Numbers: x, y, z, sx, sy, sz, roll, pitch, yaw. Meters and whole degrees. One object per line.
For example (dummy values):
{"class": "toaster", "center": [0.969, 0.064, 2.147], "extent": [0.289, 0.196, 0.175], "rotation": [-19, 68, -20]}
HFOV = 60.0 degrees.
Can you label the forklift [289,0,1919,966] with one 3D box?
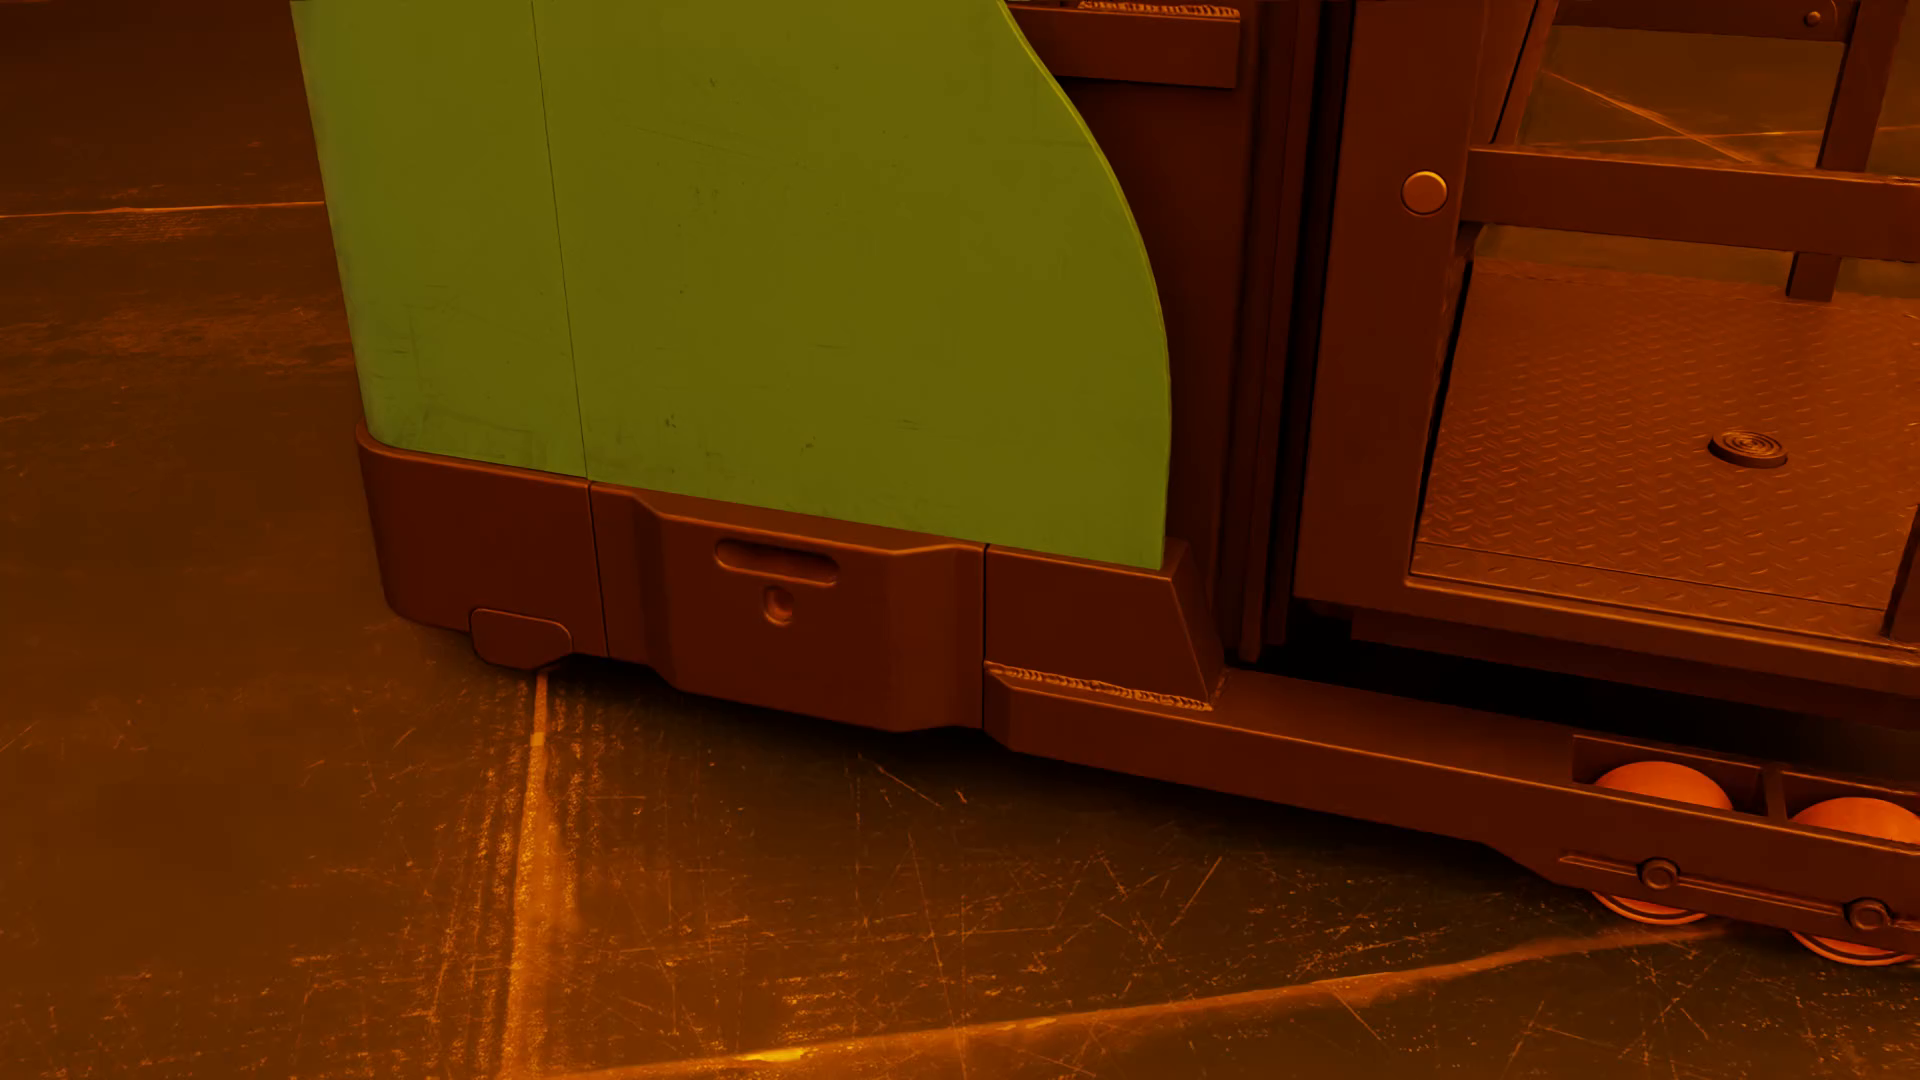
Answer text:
{"class": "forklift", "center": [0.807, -1.144, 1.530], "extent": [3.031, 2.935, 1.130], "rotation": [9, 29, 16]}
